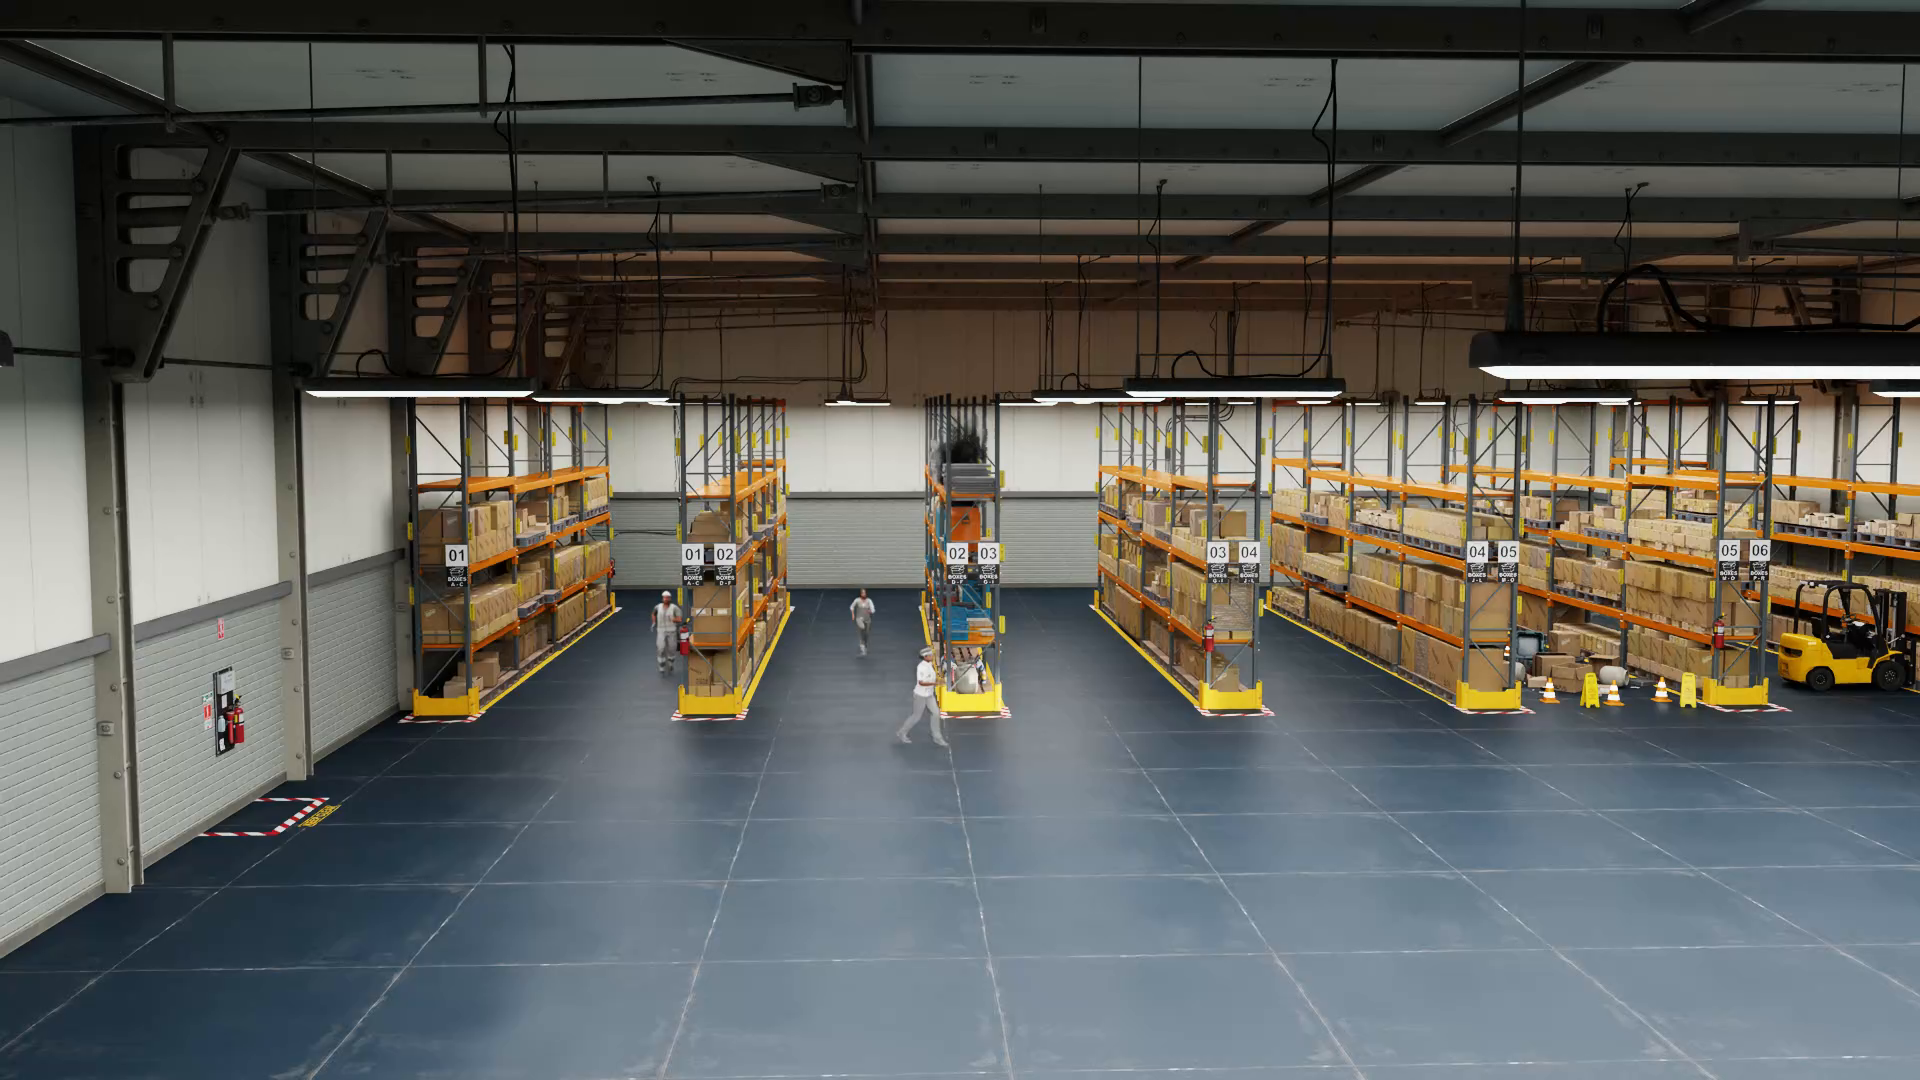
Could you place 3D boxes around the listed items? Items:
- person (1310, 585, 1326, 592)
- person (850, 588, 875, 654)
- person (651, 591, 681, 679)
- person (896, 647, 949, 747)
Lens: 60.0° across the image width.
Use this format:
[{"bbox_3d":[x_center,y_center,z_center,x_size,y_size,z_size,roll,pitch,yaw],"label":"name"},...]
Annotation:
[{"bbox_3d":[10.458,1.027,48.531,0.781,1.715,0.538,-3,5,-34],"label":"person"},{"bbox_3d":[-2.213,1.872,38.016,0.524,1.558,0.859,-1,5,-14],"label":"person"},{"bbox_3d":[-6.285,2.007,35.584,0.650,1.840,0.826,-1,5,-6],"label":"person"},{"bbox_3d":[-0.639,2.646,28.179,0.898,1.709,0.539,2,5,21],"label":"person"}]
